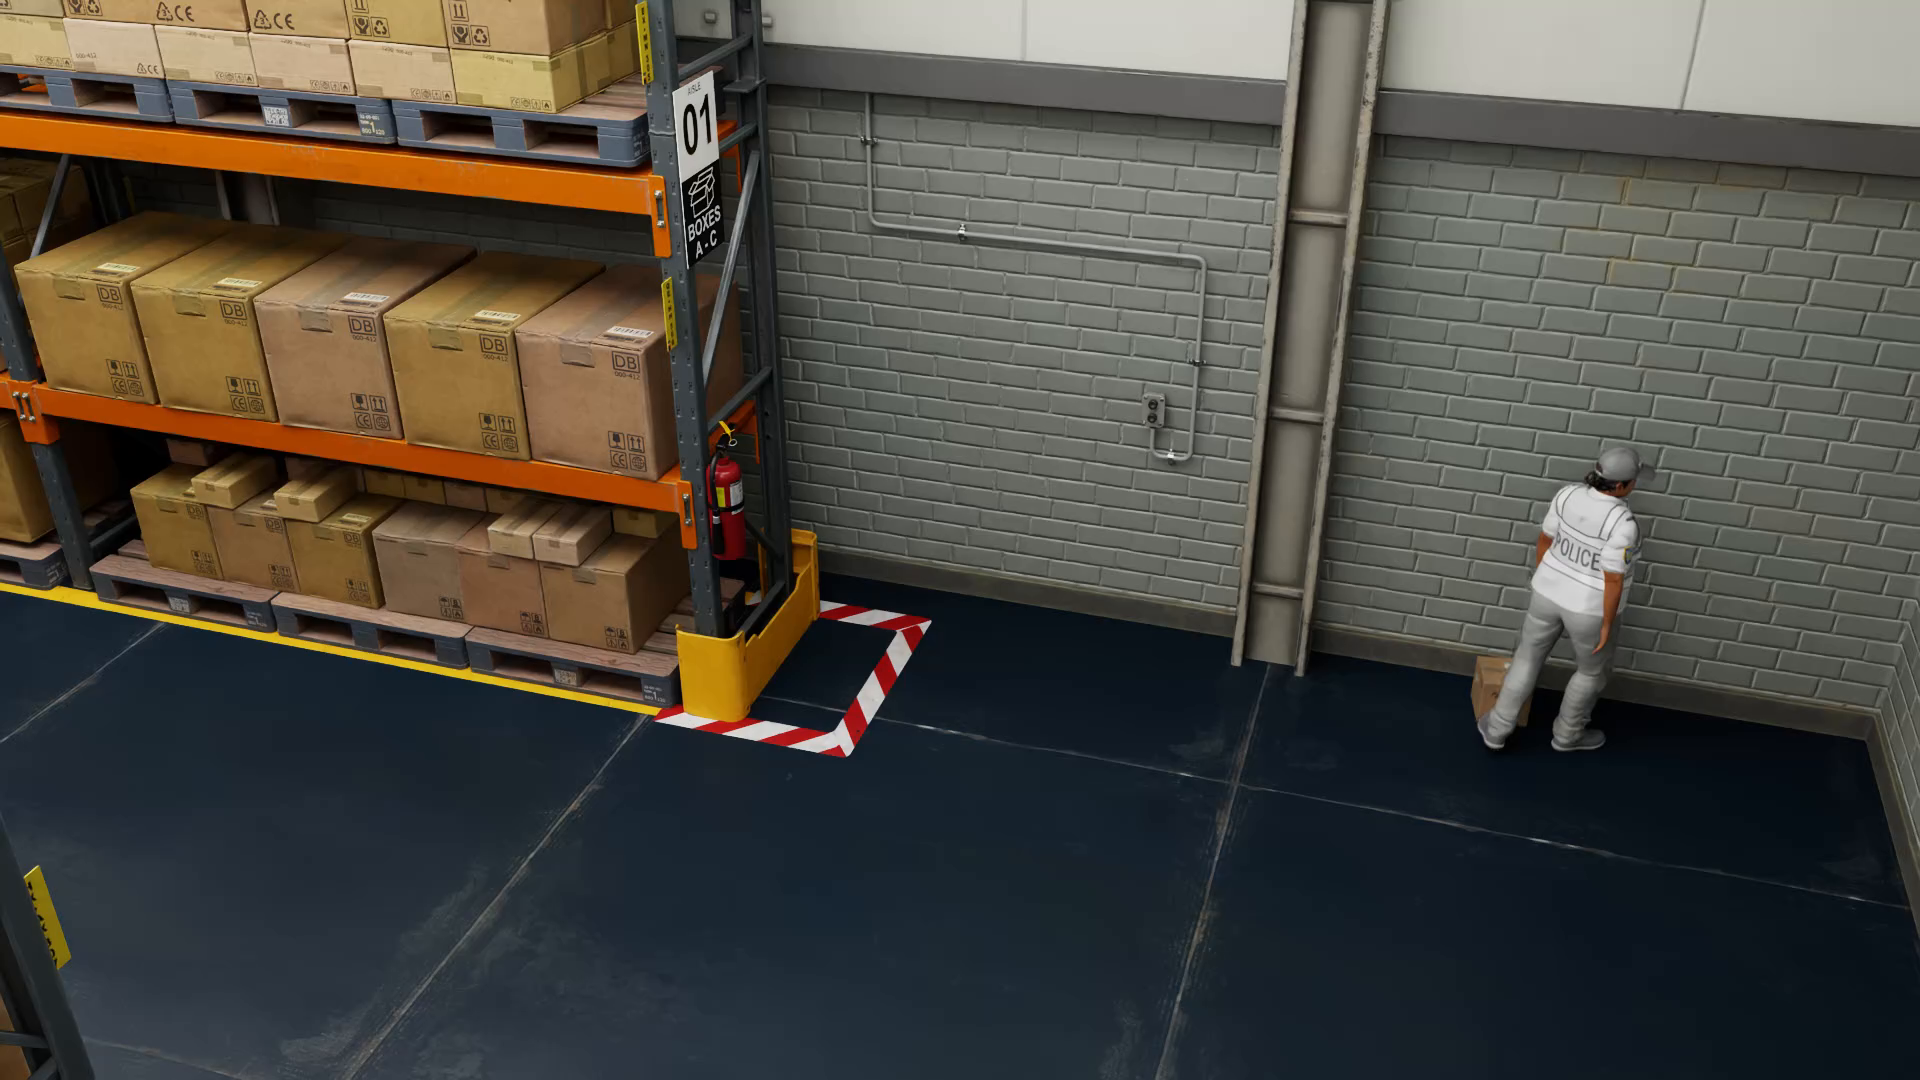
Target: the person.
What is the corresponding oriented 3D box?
[{"bbox_3d":[2.907,0.299,7.966,0.585,1.659,0.547,-21,36,-33],"label":"person"}]
